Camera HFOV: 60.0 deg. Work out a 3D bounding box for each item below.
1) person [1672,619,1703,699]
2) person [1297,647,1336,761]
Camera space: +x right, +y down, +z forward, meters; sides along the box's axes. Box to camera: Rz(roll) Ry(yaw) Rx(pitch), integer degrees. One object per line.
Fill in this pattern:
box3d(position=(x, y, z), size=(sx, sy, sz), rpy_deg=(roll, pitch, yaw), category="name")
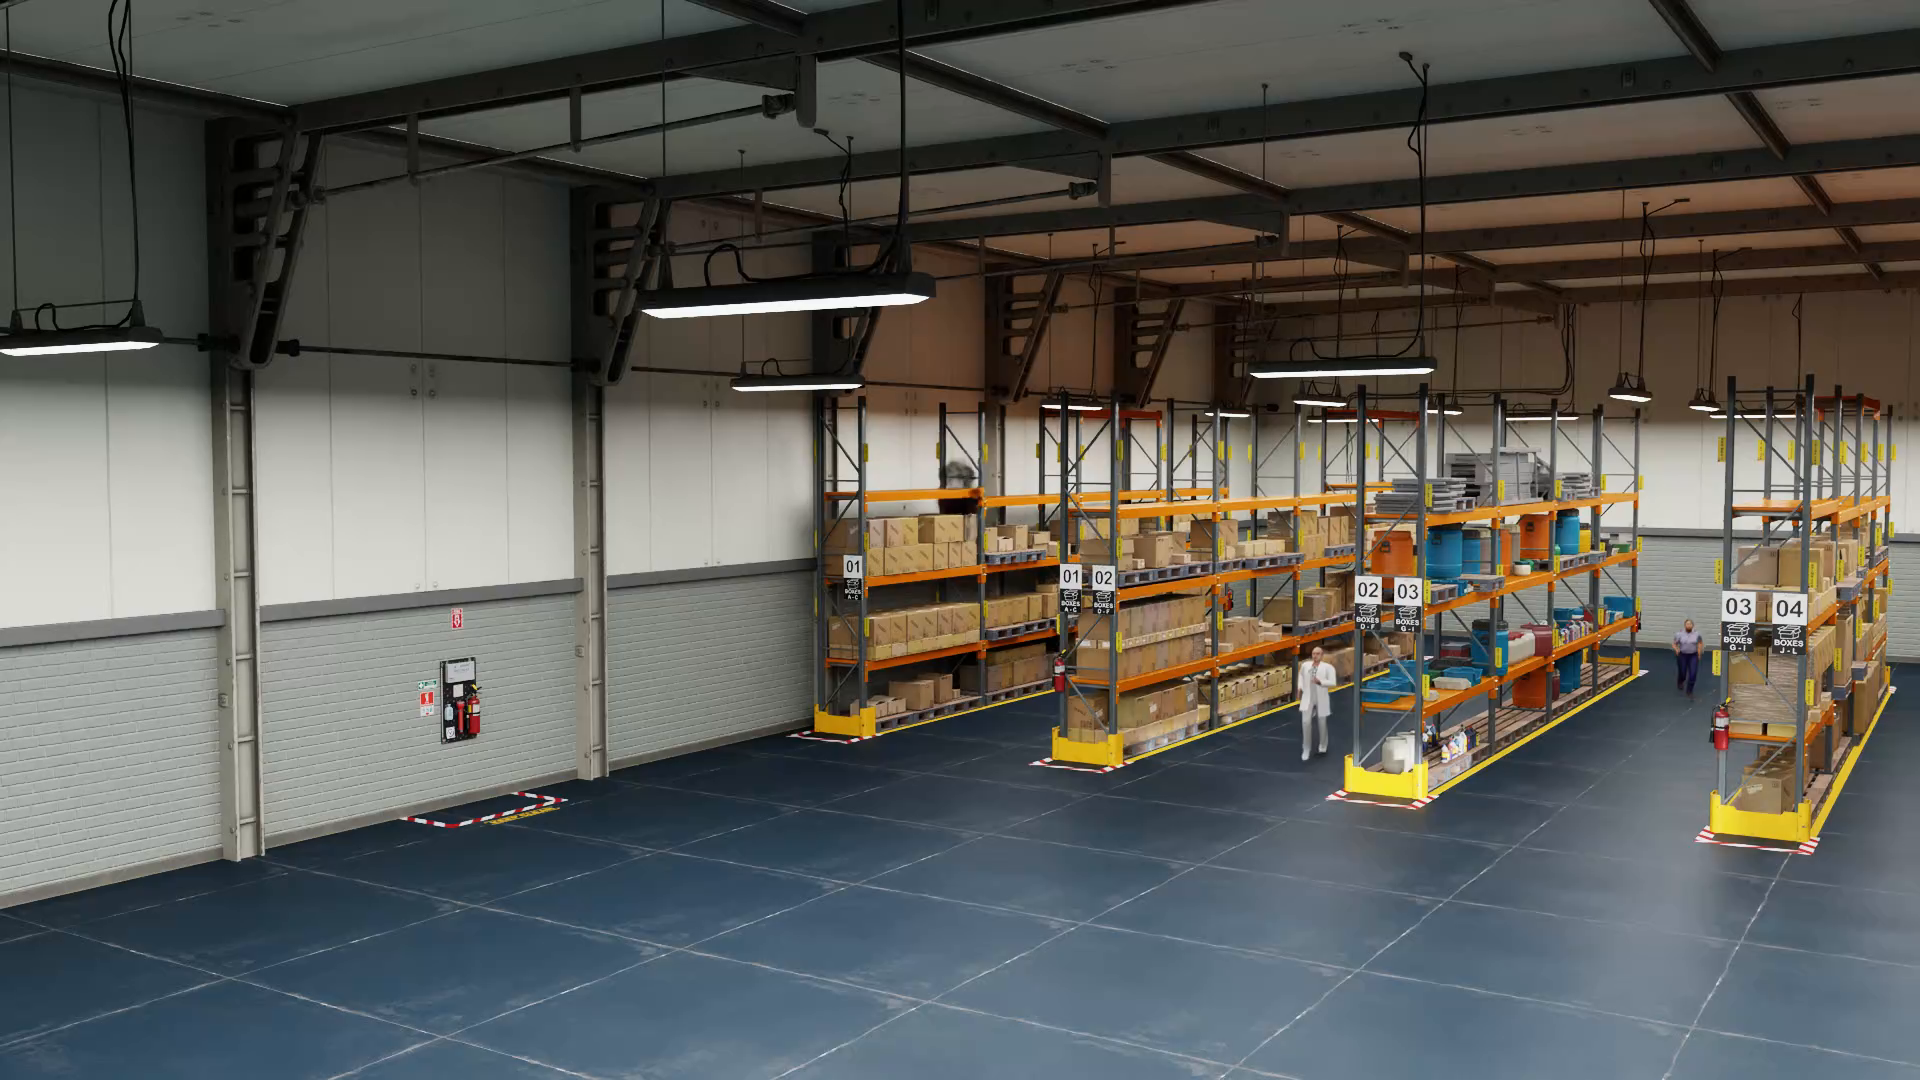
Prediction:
box3d(position=(14.914, 2.420, 34.085), size=(0.597, 1.620, 0.748), rpy_deg=(1, 3, 17), category="person")
box3d(position=(5.855, 2.671, 27.320), size=(0.679, 1.839, 0.894), rpy_deg=(1, 3, 24), category="person")
